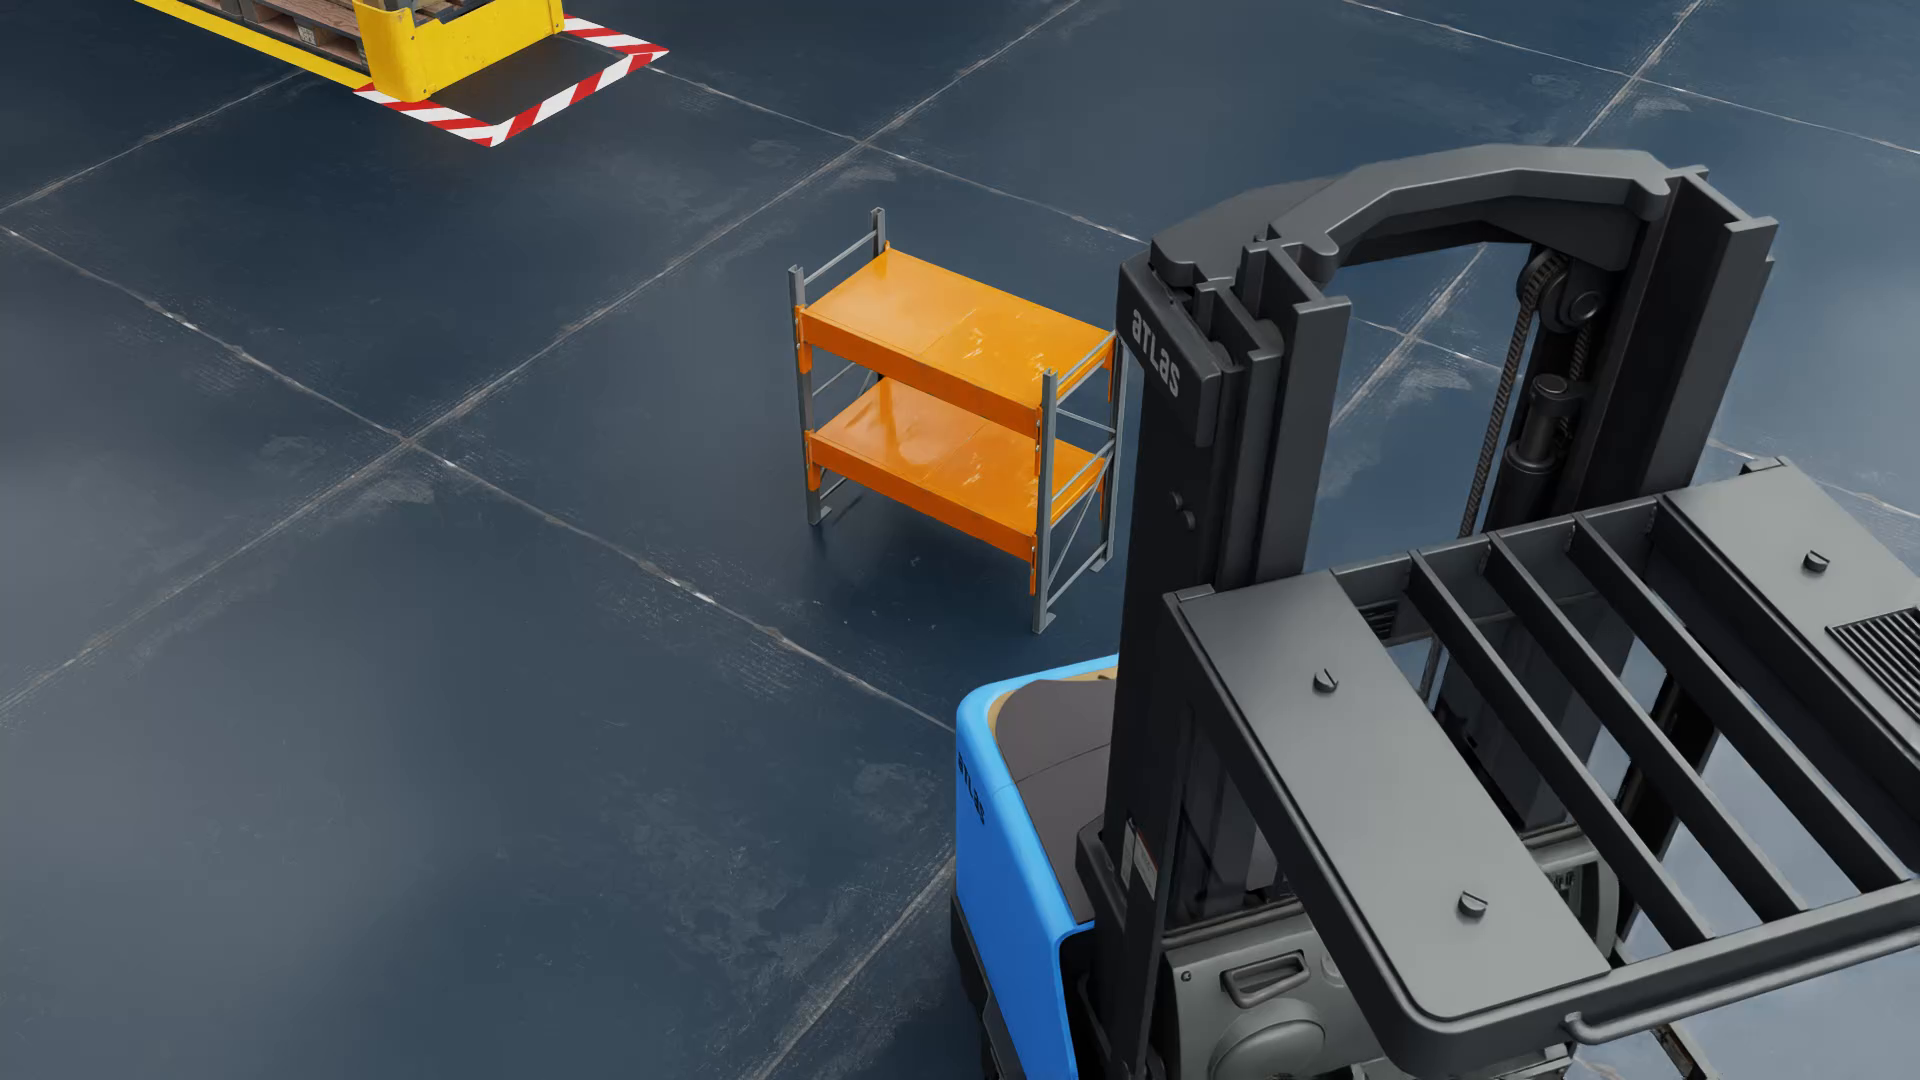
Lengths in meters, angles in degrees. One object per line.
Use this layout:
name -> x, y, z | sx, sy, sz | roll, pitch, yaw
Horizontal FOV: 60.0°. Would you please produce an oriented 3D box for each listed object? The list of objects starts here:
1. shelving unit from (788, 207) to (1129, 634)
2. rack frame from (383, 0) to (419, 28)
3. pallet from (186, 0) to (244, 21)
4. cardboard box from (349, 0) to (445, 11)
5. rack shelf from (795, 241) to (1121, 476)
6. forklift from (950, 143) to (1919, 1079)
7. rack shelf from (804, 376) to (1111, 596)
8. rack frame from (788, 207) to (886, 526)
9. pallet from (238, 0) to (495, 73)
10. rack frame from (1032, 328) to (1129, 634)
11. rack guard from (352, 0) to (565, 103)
shelving unit -> -0.006, -0.422, 5.878 | 1.048, 1.125, 0.538 | 25, 48, 25
rack frame -> -2.652, -3.784, 8.229 | 0.127, 3.000, 1.000 | 25, 48, 25
pallet -> -4.354, -3.571, 10.083 | 1.213, 0.211, 1.003 | 25, 48, 25
cardboard box -> -3.154, -3.257, 9.200 | 0.500, 0.500, 0.500 | -33, 51, -31
rack shelf -> -0.006, -0.640, 5.683 | 1.000, 0.278, 0.538 | 25, 48, 25
forklift -> 0.903, 0.930, 3.013 | 1.130, 2.935, 3.031 | -12, 43, -13
rack shelf -> -0.006, -0.240, 6.041 | 1.000, 0.278, 0.538 | 25, 48, 25
rack frame -> -0.422, -0.616, 6.095 | 0.032, 1.125, 0.500 | 25, 48, 25
pallet -> -3.359, -3.104, 9.560 | 1.213, 0.211, 1.003 | 25, 48, 25
rack frame -> 0.411, -0.227, 5.660 | 0.032, 1.125, 0.500 | 25, 48, 25
rack guard -> -2.714, -2.881, 9.095 | 0.348, 0.500, 1.175 | 25, 48, 25
